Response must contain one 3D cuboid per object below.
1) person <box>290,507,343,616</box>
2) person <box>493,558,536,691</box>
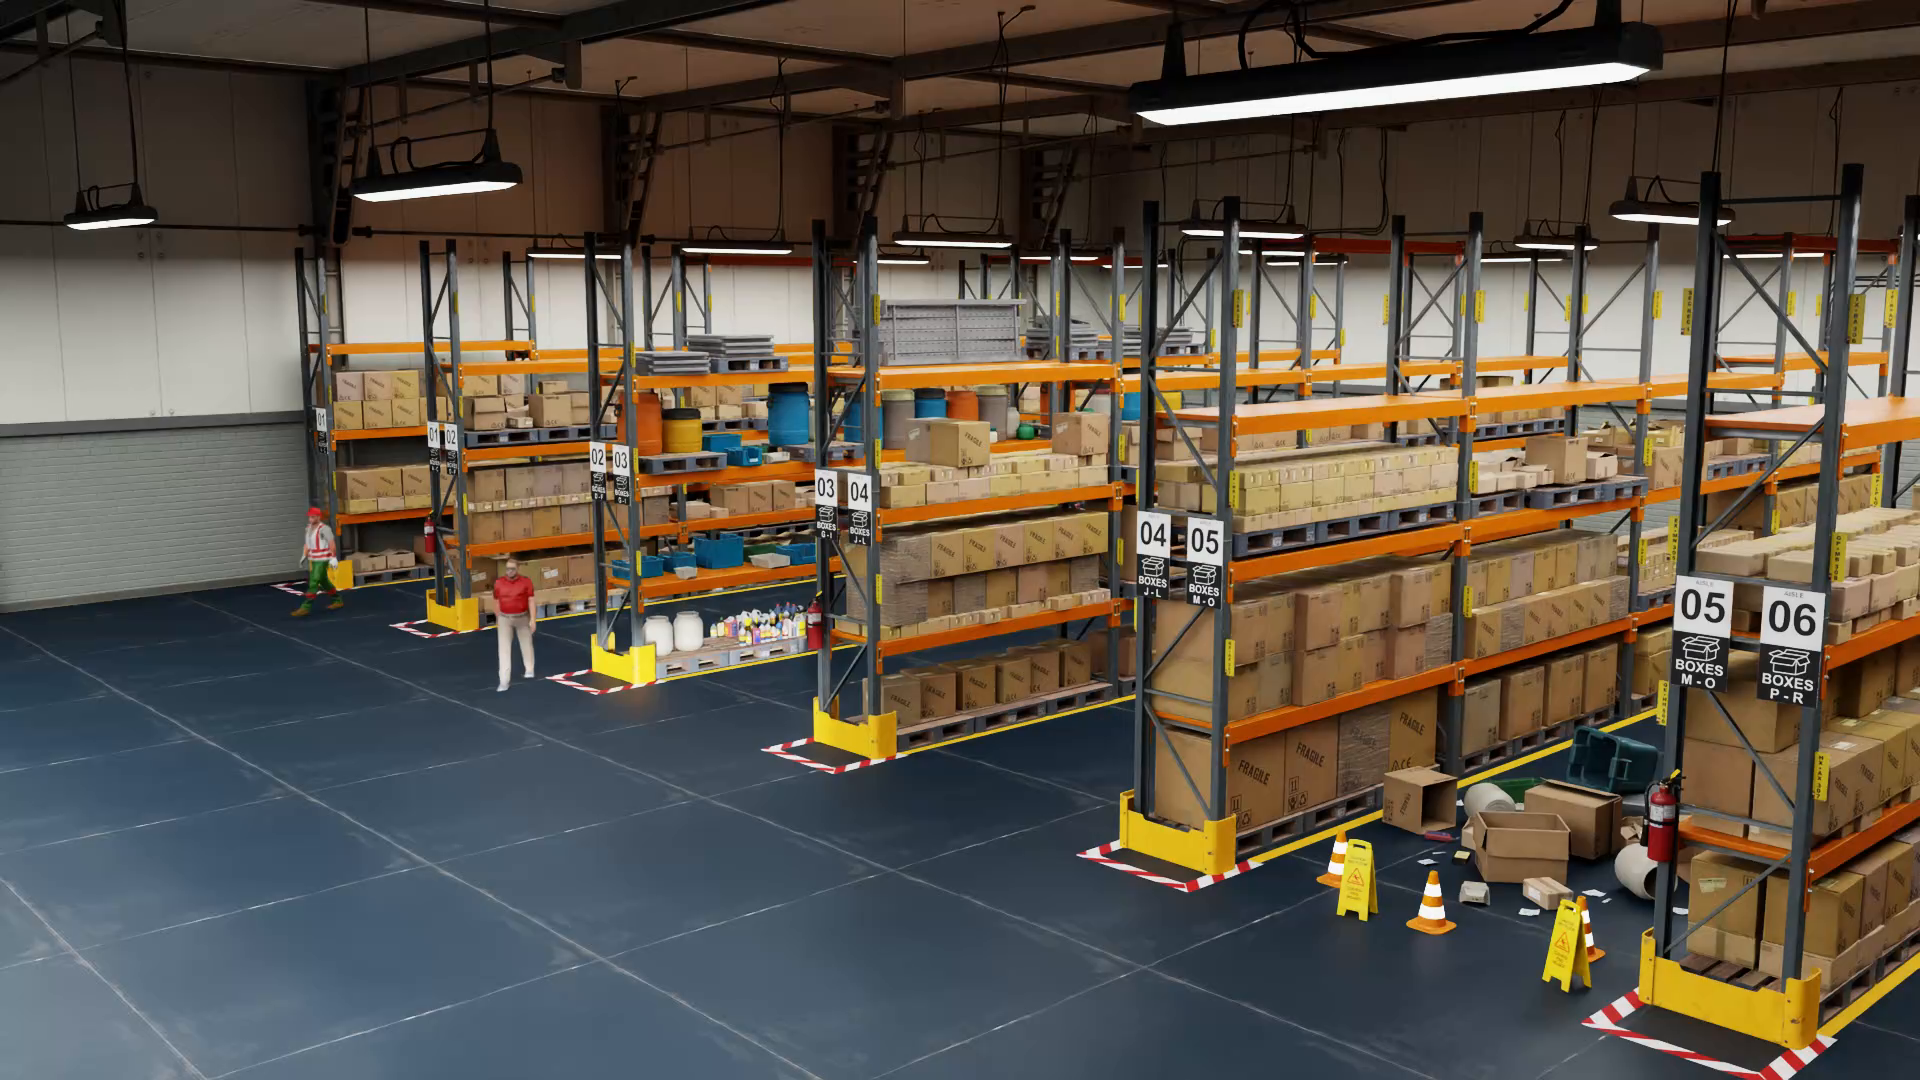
[{"bbox_3d":[-10.526,0.324,27.123,0.522,1.735,0.962,6,10,37],"label":"person"},{"bbox_3d":[-5.931,1.084,22.155,0.540,1.699,0.877,-2,9,-15],"label":"person"}]
